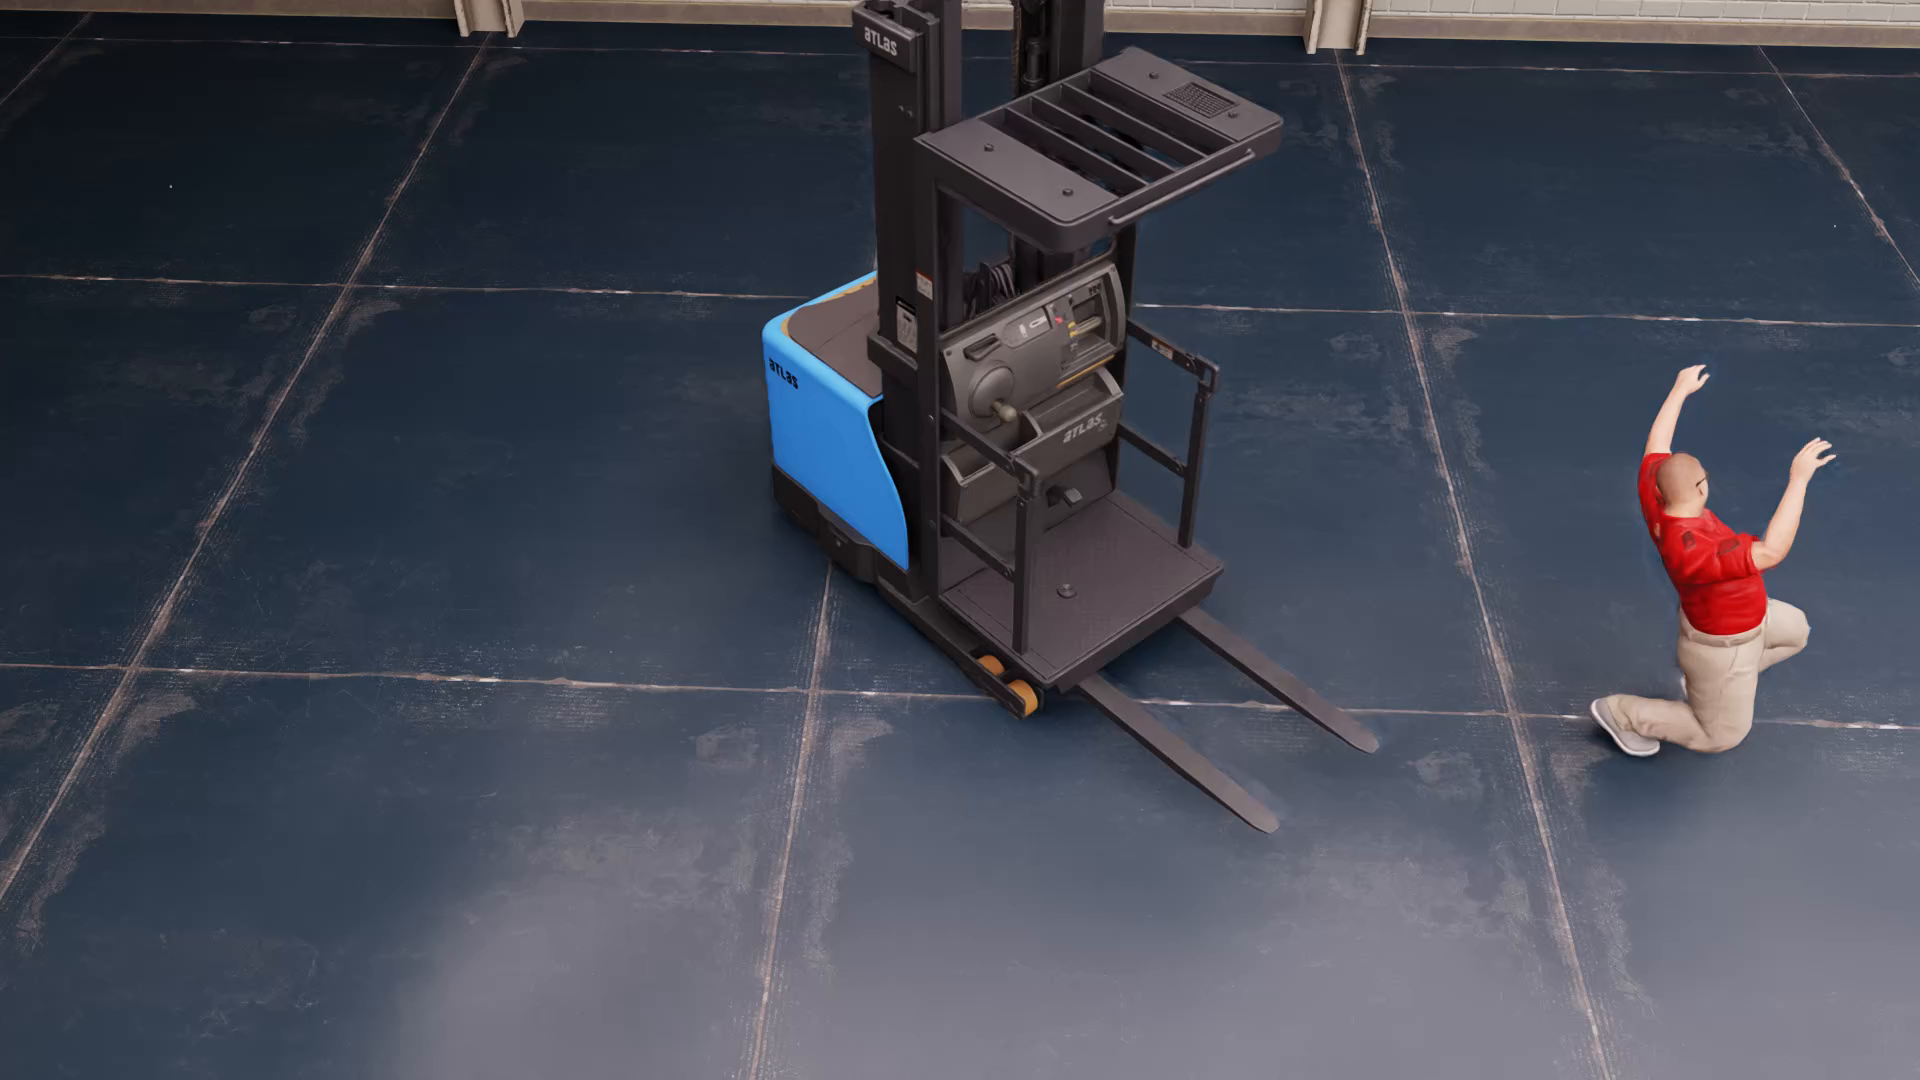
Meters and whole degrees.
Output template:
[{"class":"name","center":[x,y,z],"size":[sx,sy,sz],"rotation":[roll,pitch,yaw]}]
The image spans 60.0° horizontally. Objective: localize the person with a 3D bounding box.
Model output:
[{"class":"person","center":[3.040,0.106,6.628],"size":[0.816,1.666,1.114],"rotation":[10,43,11]}]

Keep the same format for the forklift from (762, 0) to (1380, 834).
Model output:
[{"class":"forklift","center":[0.447,-0.712,6.523],"size":[1.130,2.935,3.031],"rotation":[-30,50,-29]}]
